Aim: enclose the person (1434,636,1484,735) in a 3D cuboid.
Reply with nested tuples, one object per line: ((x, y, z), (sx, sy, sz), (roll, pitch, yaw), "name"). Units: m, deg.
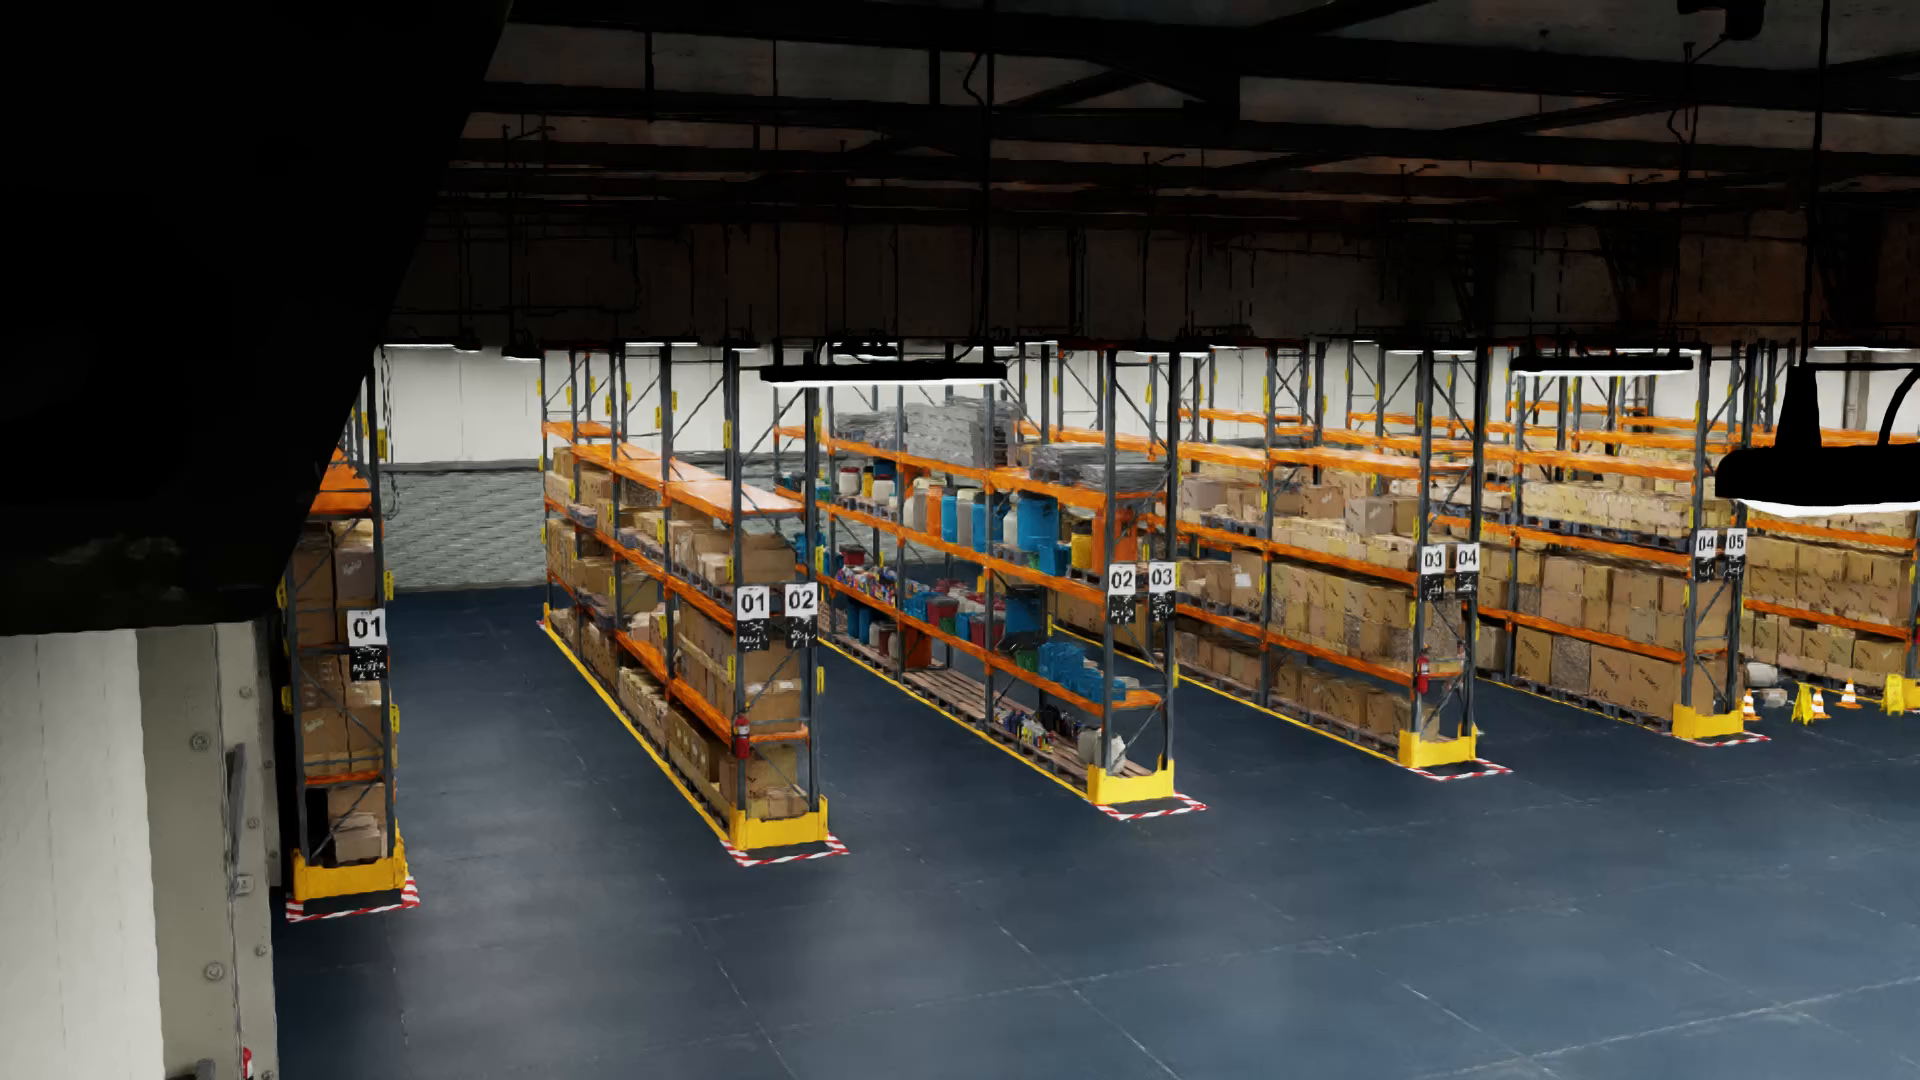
((7.664, 2.224, 25.734), (0.419, 1.514, 1.038), (-3, 8, -24), "person")
